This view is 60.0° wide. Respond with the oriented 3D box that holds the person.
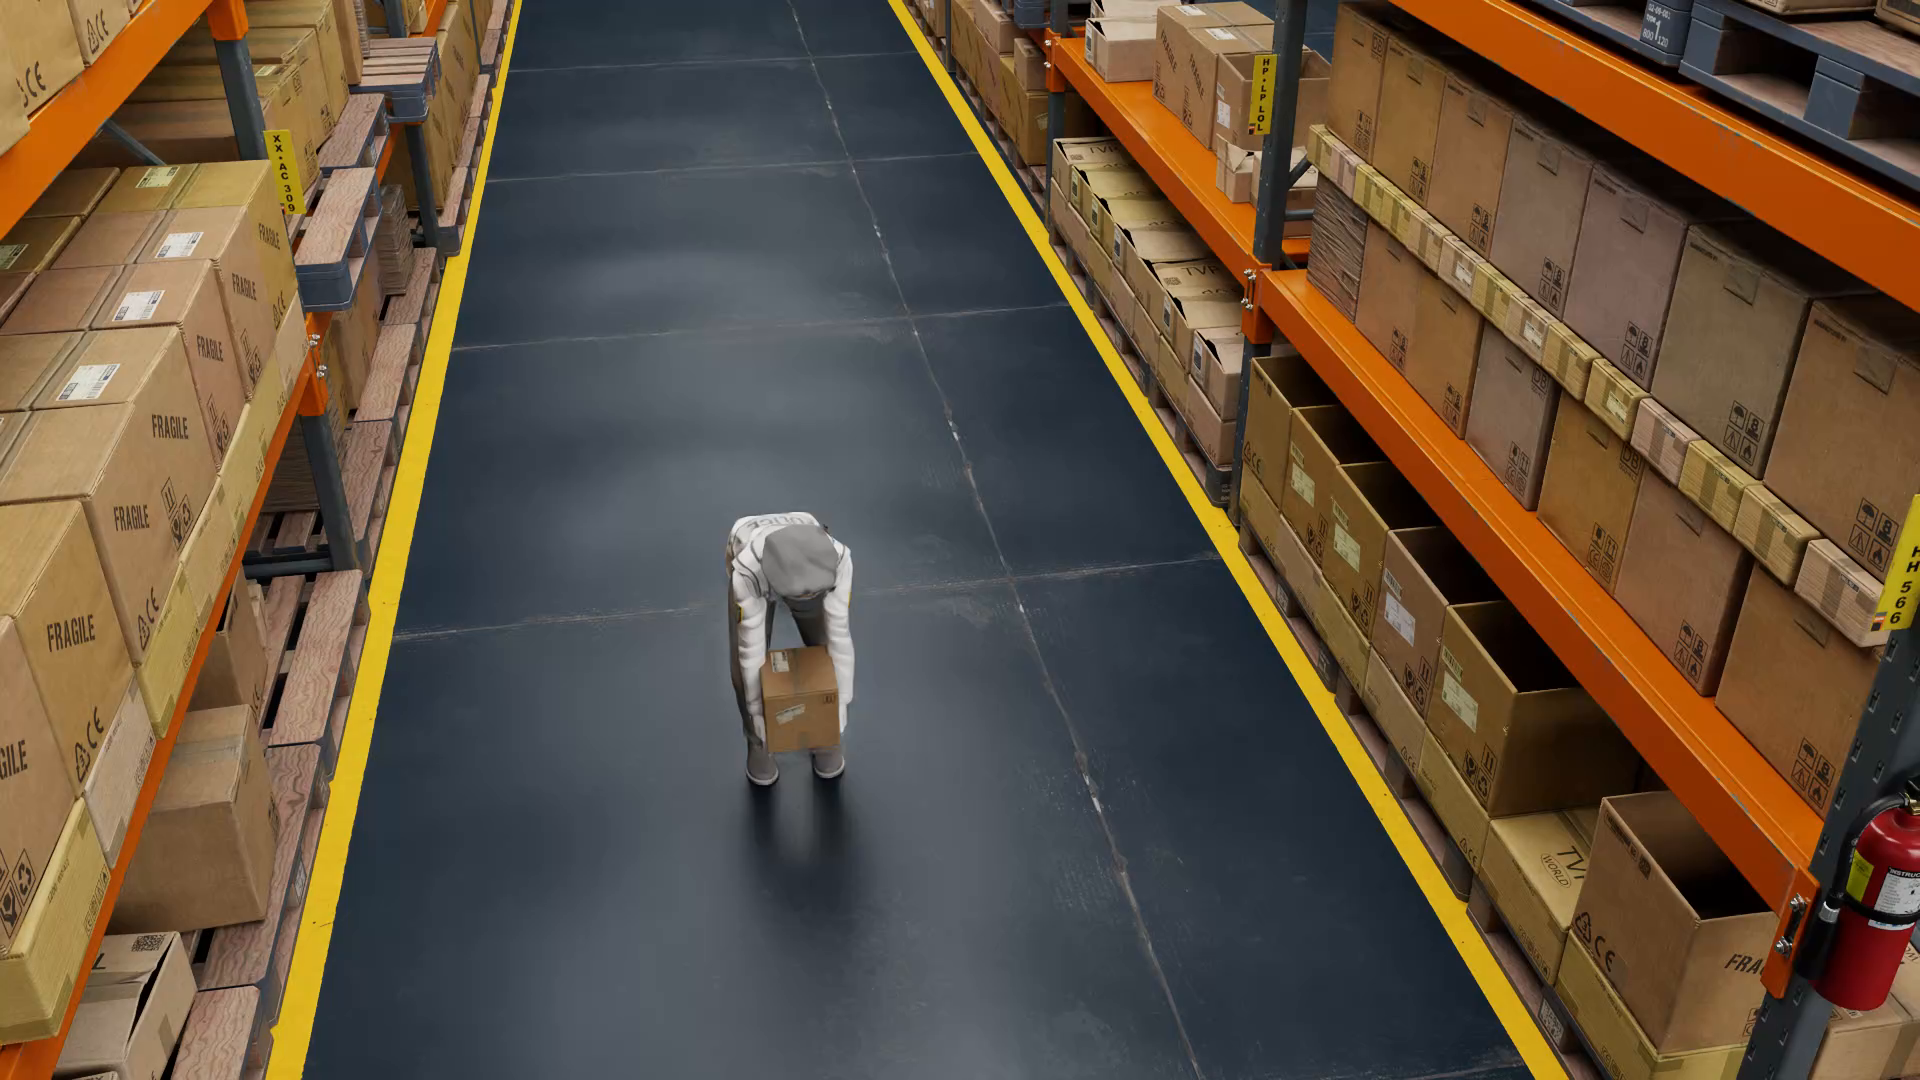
[{"bbox_3d":[-0.589,0.390,5.845,0.424,1.295,0.879,-6,31,-11],"label":"person"}]
